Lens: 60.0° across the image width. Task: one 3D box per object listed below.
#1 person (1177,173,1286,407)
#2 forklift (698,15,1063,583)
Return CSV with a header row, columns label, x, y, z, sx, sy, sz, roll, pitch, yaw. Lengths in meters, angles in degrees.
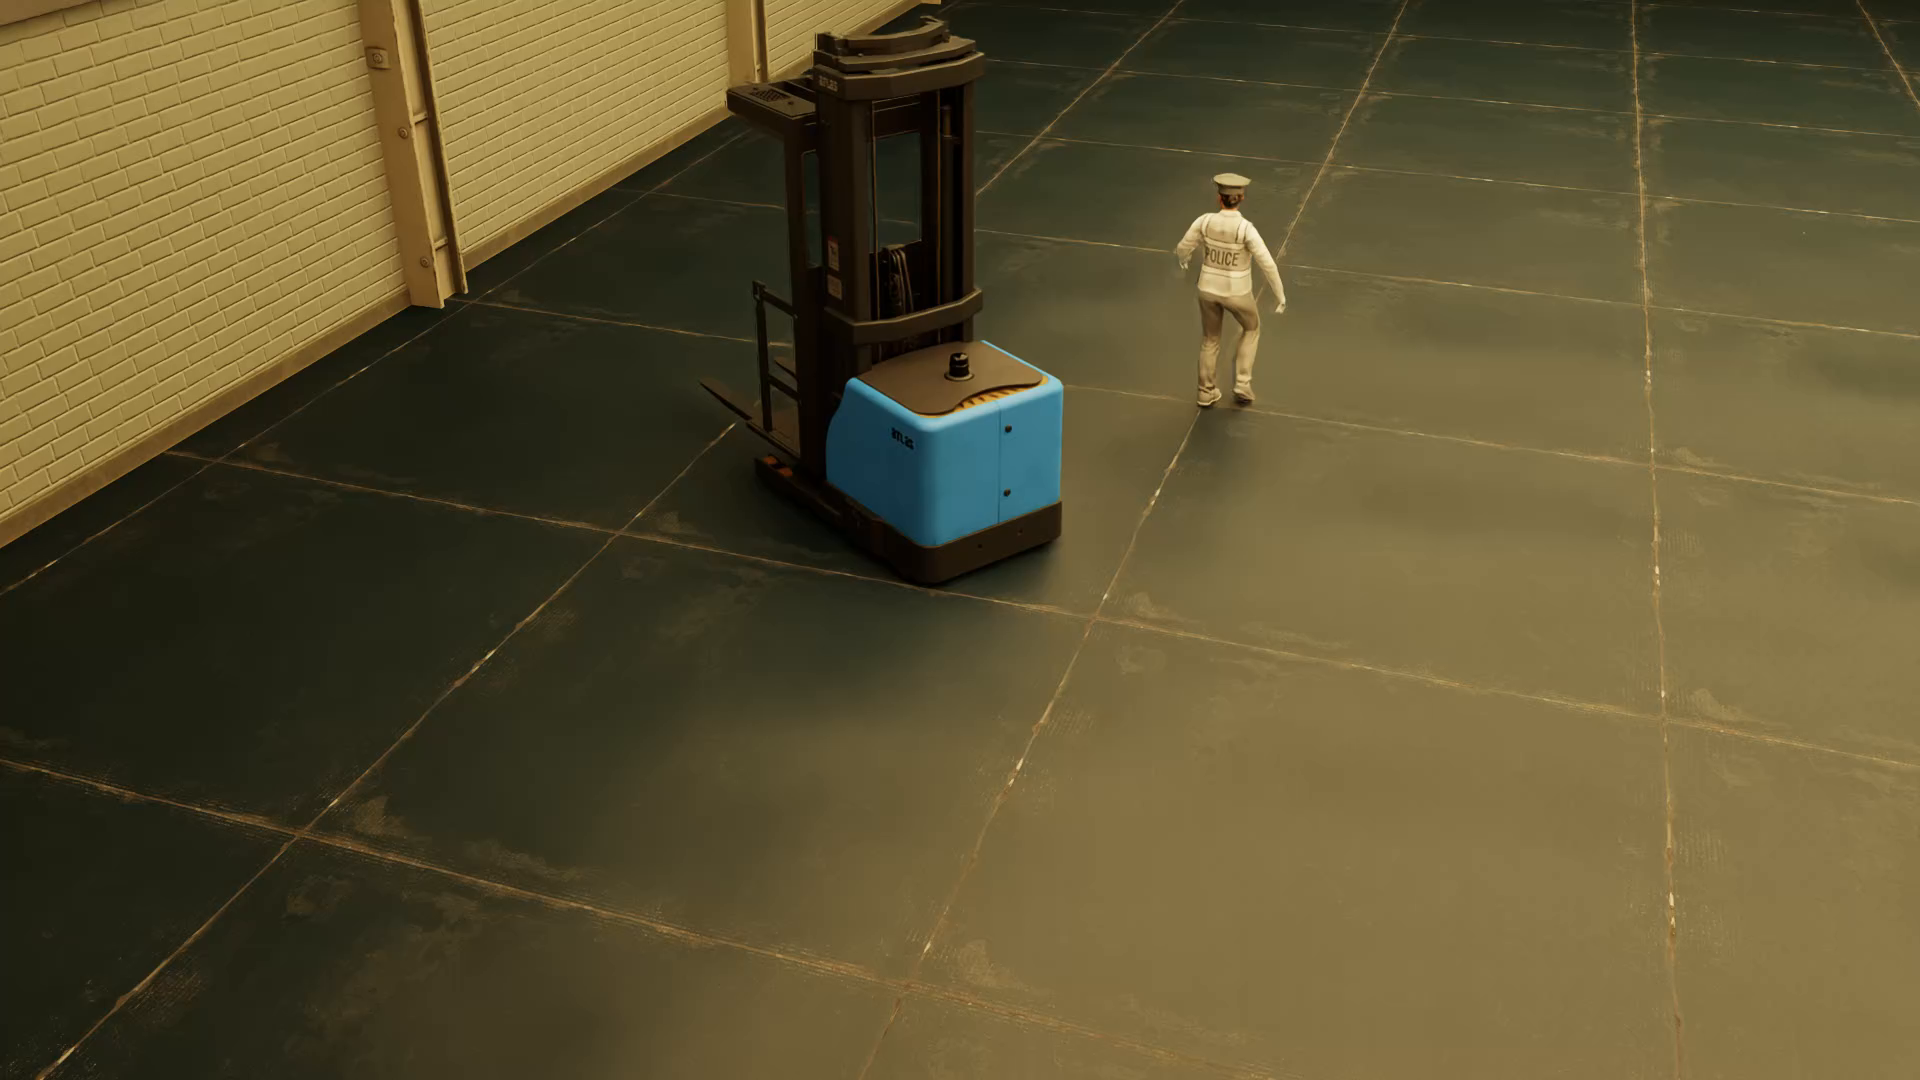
label,x,y,z,sx,sy,sz,roll,pitch,yaw
person,1.831,-1.698,11.460,0.837,1.685,0.442,17,34,27
forklift,-0.667,-1.698,10.116,1.130,2.935,3.031,-20,35,-31
